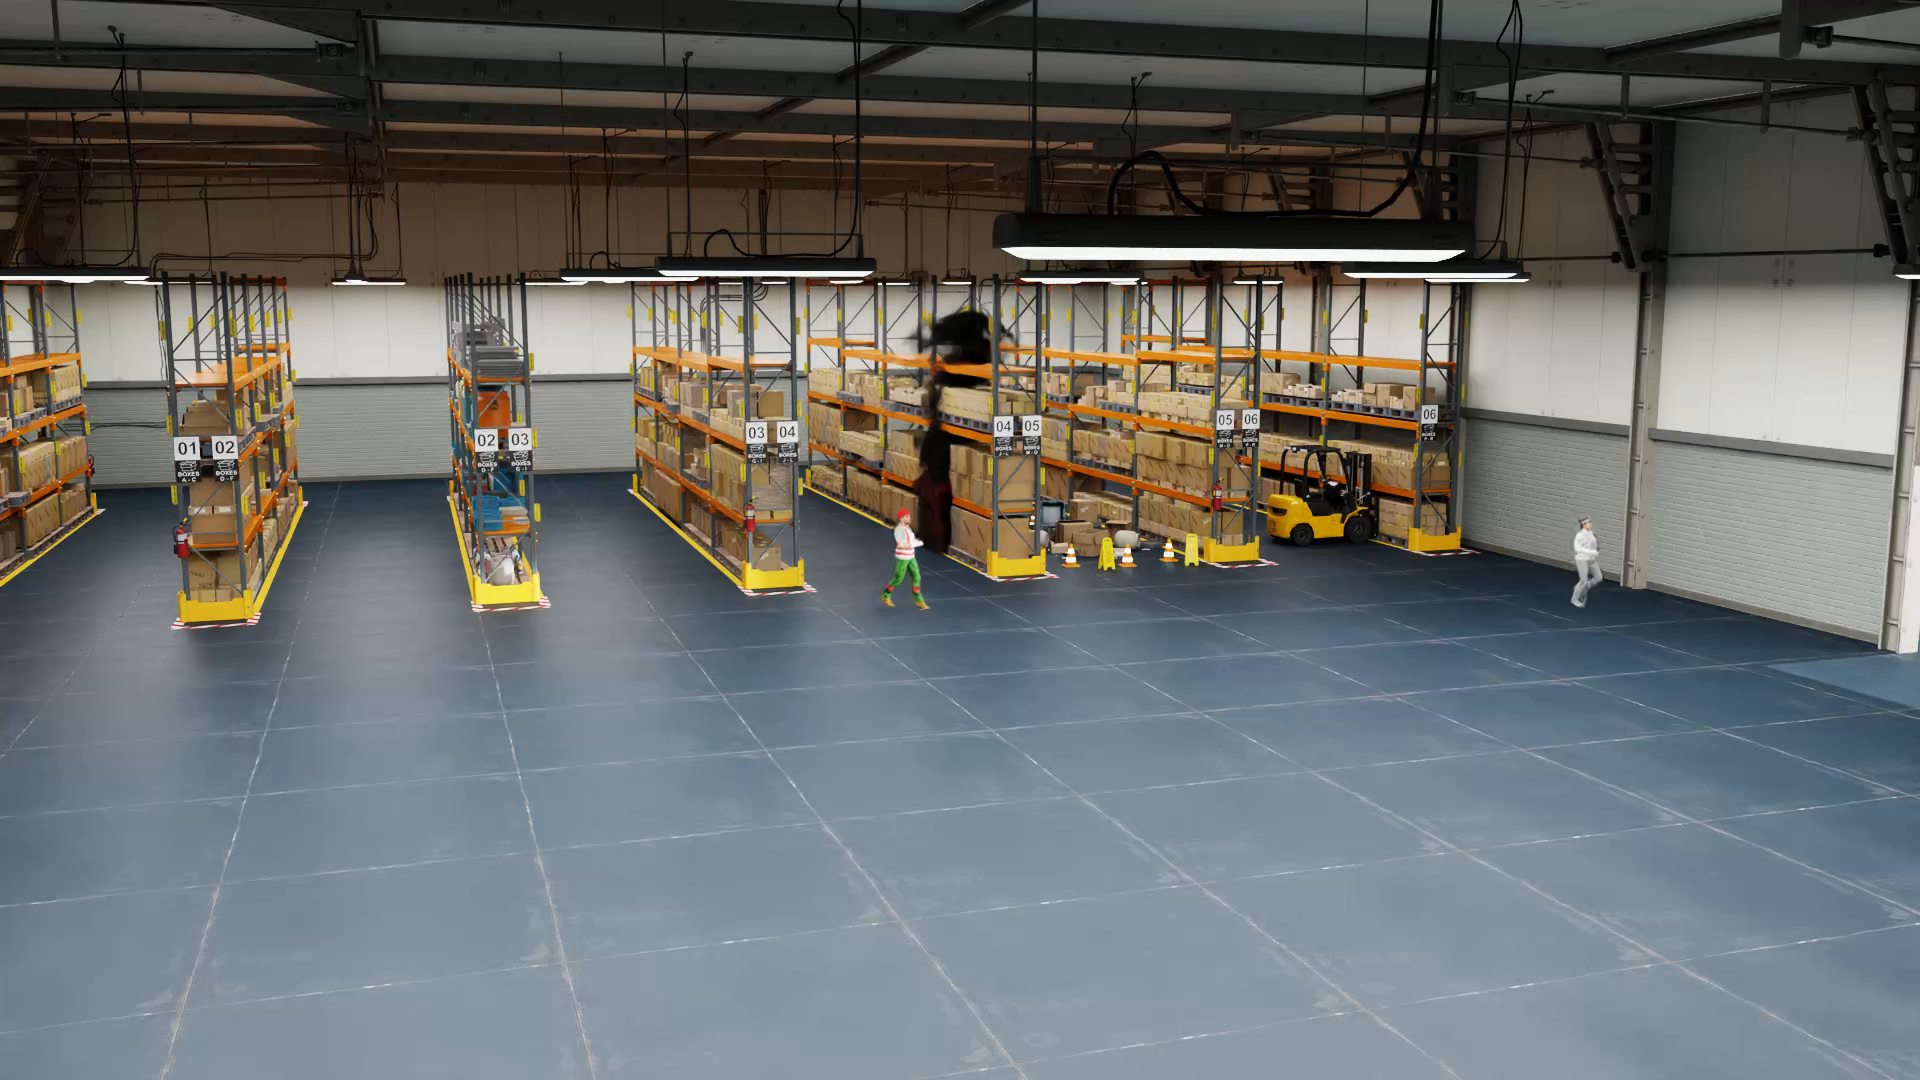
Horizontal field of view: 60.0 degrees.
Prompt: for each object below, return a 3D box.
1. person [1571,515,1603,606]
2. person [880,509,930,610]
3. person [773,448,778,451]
[{"bbox_3d":[11.330,0.373,30.020,0.671,1.669,0.562,-6,11,-36],"label":"person"},{"bbox_3d":[-0.987,0.342,29.725,0.928,1.815,0.661,4,9,22],"label":"person"},{"bbox_3d":[-5.222,-2.520,49.004,0.742,1.728,0.833,6,10,34],"label":"person"}]
